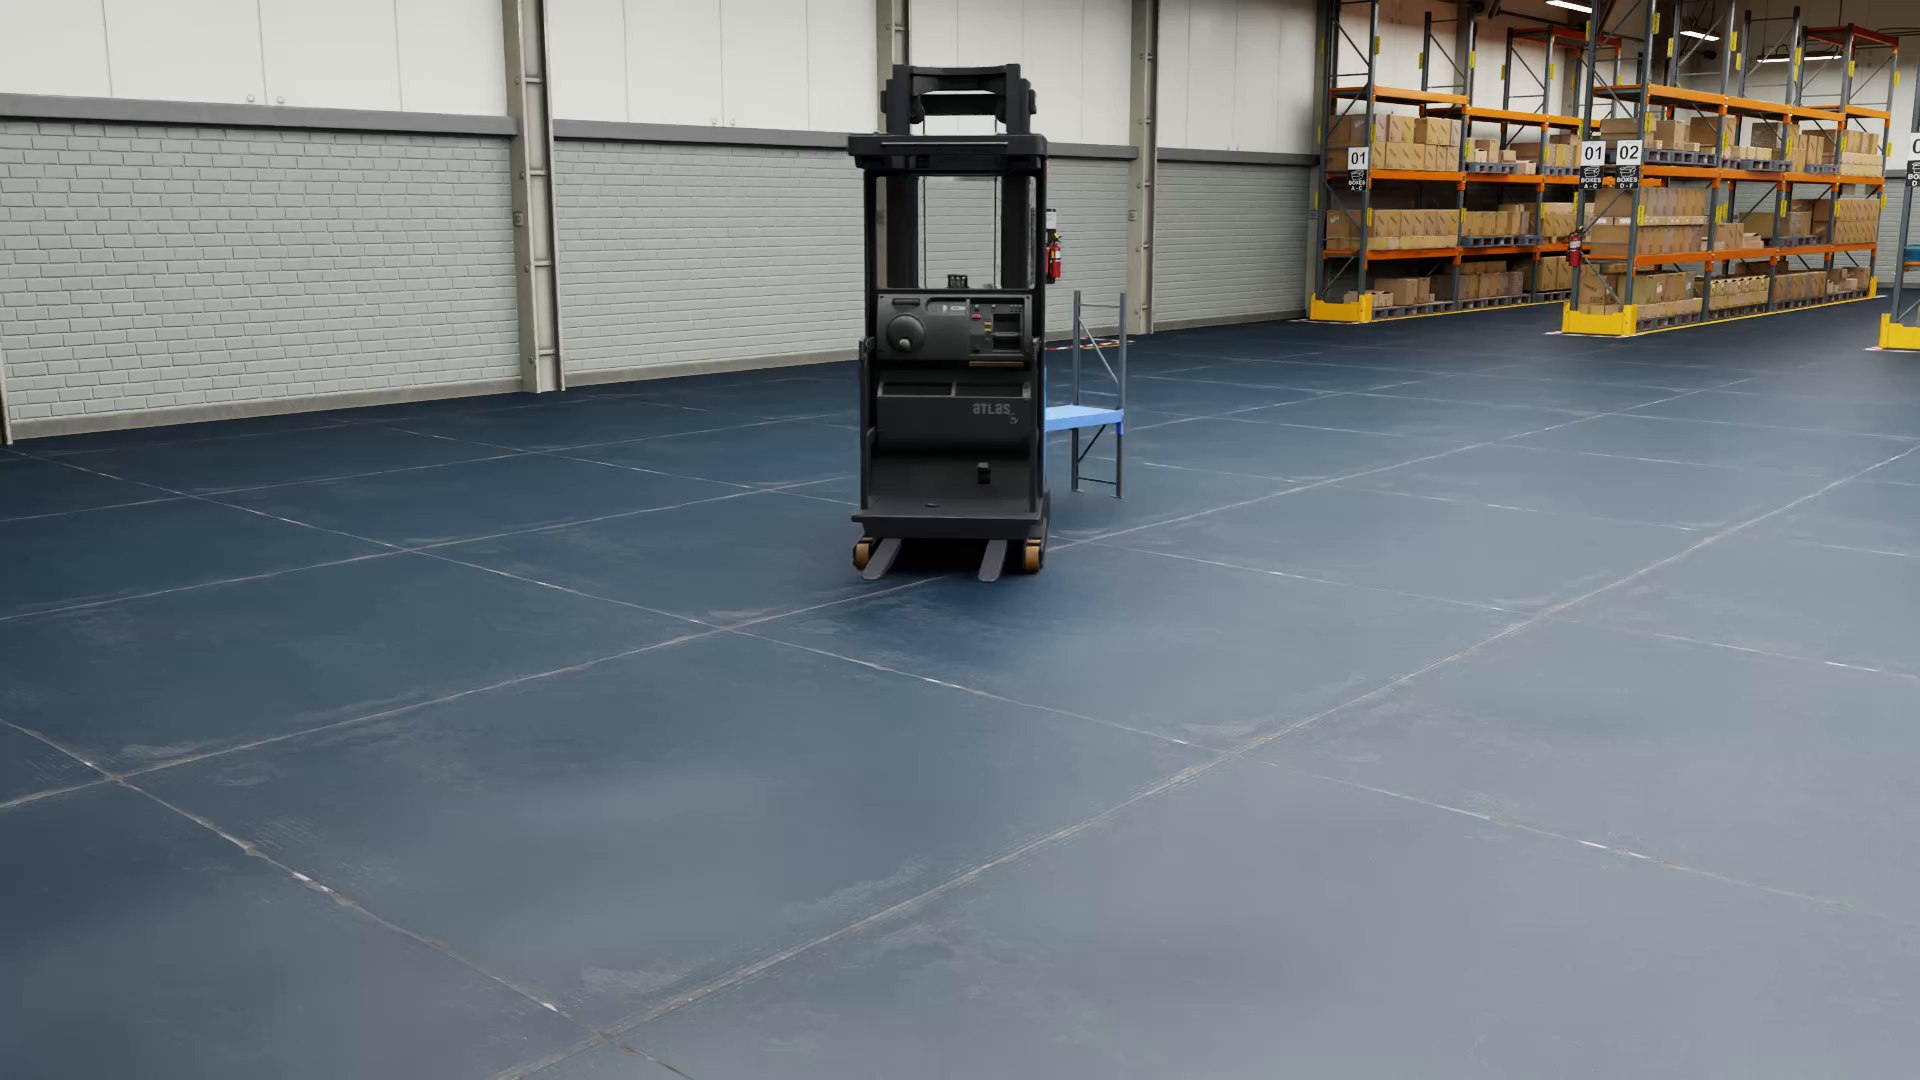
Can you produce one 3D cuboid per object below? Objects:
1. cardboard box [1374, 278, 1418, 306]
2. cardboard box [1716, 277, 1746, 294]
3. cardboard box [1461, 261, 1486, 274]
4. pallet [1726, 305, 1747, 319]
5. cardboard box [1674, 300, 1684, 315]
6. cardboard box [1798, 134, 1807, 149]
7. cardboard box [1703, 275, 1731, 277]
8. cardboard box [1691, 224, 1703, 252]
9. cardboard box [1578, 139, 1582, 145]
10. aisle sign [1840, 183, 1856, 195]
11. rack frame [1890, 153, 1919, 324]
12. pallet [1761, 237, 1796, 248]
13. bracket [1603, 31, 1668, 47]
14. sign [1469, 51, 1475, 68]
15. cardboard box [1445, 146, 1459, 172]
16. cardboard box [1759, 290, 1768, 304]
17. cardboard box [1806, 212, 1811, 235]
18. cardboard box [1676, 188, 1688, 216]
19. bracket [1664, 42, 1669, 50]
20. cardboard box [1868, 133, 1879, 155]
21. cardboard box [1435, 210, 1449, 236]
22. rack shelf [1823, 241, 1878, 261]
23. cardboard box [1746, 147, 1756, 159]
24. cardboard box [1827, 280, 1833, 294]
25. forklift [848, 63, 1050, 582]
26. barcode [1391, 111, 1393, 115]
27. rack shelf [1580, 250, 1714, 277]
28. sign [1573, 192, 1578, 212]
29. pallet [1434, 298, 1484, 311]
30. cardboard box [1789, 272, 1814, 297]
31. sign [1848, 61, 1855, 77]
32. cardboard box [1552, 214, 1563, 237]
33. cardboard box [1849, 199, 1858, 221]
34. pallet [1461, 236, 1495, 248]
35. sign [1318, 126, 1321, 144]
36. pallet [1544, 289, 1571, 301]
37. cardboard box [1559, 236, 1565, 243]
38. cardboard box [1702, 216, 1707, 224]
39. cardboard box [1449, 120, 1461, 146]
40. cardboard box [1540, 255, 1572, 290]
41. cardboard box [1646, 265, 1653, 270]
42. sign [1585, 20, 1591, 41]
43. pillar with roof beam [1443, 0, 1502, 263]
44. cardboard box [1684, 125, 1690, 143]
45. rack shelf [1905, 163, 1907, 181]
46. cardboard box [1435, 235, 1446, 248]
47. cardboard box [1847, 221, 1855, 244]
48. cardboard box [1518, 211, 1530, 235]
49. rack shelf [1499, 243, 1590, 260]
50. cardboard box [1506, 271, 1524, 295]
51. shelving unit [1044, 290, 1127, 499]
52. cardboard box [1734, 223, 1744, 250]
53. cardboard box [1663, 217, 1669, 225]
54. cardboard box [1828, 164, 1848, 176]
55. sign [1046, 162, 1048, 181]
[{"bbox_3d":[8.620,-4.917,32.927,0.700,0.500,0.500,9,14,37],"label":"cardboard box"},{"bbox_3d":[15.035,-4.987,32.539,0.500,0.311,0.500,10,15,42],"label":"cardboard box"},{"bbox_3d":[10.940,-5.850,35.686,0.500,0.250,0.500,9,15,39],"label":"cardboard box"},{"bbox_3d":[14.824,-4.526,32.833,1.003,0.211,1.213,10,15,40],"label":"pallet"},{"bbox_3d":[12.763,-4.213,30.094,0.500,0.250,0.500,10,15,40],"label":"cardboard box"},{"bbox_3d":[17.576,-8.290,35.320,0.600,0.600,0.600,9,14,38],"label":"cardboard box"},{"bbox_3d":[15.295,-5.203,33.620,0.500,0.311,0.500,9,15,39],"label":"cardboard box"},{"bbox_3d":[13.273,-5.583,30.748,0.700,0.500,0.500,9,15,39],"label":"cardboard box"},{"bbox_3d":[14.439,-9.408,39.202,0.500,0.250,0.500,-11,16,-43],"label":"cardboard box"},{"bbox_3d":[21.307,-8.688,39.914,0.394,0.787,0.004,10,15,40],"label":"aisle sign"},{"bbox_3d":[14.639,-4.370,24.933,1.000,3.000,0.127,10,15,40],"label":"rack frame"},{"bbox_3d":[16.597,-6.203,34.599,1.213,0.211,1.003,10,15,40],"label":"pallet"},{"bbox_3d":[17.173,-12.733,42.295,0.076,0.066,4.783,10,15,40],"label":"bracket"},{"bbox_3d":[10.233,-9.605,33.241,0.100,0.325,0.005,10,15,40],"label":"sign"},{"bbox_3d":[9.689,-7.663,33.453,0.500,0.500,0.500,10,15,42],"label":"cardboard box"},{"bbox_3d":[16.038,-4.937,33.718,0.500,0.250,0.500,10,15,42],"label":"cardboard box"},{"bbox_3d":[18.362,-6.991,36.727,0.700,0.500,0.500,4,12,21],"label":"cardboard box"},{"bbox_3d":[12.610,-6.071,29.879,0.700,0.500,0.500,10,15,40],"label":"cardboard box"},{"bbox_3d":[18.885,-13.114,44.205,0.235,0.232,0.430,10,15,40],"label":"bracket"},{"bbox_3d":[21.156,-9.298,39.138,0.700,0.500,0.500,10,15,40],"label":"cardboard box"},{"bbox_3d":[9.433,-6.360,33.312,0.500,0.500,0.500,10,15,40],"label":"cardboard box"},{"bbox_3d":[20.163,-6.718,38.525,1.077,0.370,4.000,10,15,40],"label":"rack shelf"},{"bbox_3d":[15.226,-7.555,32.533,0.500,0.250,0.500,9,15,39],"label":"cardboard box"},{"bbox_3d":[19.282,-5.708,37.371,0.500,0.311,0.500,10,15,40],"label":"cardboard box"},{"bbox_3d":[-0.049,-1.309,9.780,1.130,2.935,3.031,1,11,4],"label":"forklift"},{"bbox_3d":[8.597,-8.493,33.067,0.001,0.075,0.075,10,15,40],"label":"barcode"},{"bbox_3d":[12.241,-4.953,29.686,1.077,0.370,4.000,10,15,40],"label":"rack shelf"},{"bbox_3d":[10.523,-5.767,28.367,0.100,0.325,0.005,10,15,40],"label":"sign"},{"bbox_3d":[10.351,-4.987,35.140,1.003,0.211,1.213,10,15,40],"label":"pallet"},{"bbox_3d":[18.068,-5.512,35.907,0.500,0.500,0.500,10,15,41],"label":"cardboard box"},{"bbox_3d":[19.263,-10.183,35.932,0.100,0.325,0.005,10,15,40],"label":"sign"},{"bbox_3d":[13.344,-7.147,37.770,0.500,0.500,0.500,10,15,42],"label":"cardboard box"},{"bbox_3d":[20.045,-7.501,37.798,0.500,0.500,0.500,9,15,39],"label":"cardboard box"},{"bbox_3d":[10.452,-6.239,34.780,1.003,0.211,1.213,10,15,40],"label":"pallet"},{"bbox_3d":[6.794,-7.631,31.340,0.100,0.325,0.005,10,15,40],"label":"sign"},{"bbox_3d":[13.861,-5.746,38.939,1.003,0.211,1.213,10,15,40],"label":"pallet"},{"bbox_3d":[13.698,-6.926,38.320,0.380,0.149,0.250,10,15,41],"label":"cardboard box"},{"bbox_3d":[13.543,-5.899,30.676,0.380,0.149,0.250,10,15,40],"label":"cardboard box"},{"bbox_3d":[9.711,-8.151,33.345,0.500,0.500,0.500,8,14,36],"label":"cardboard box"},{"bbox_3d":[13.646,-6.199,38.507,0.750,0.750,0.750,10,15,40],"label":"cardboard box"},{"bbox_3d":[17.372,-6.869,42.755,0.700,0.500,0.500,10,15,40],"label":"cardboard box"},{"bbox_3d":[10.523,-8.522,27.817,0.100,0.325,0.005,10,15,40],"label":"sign"},{"bbox_3d":[14.204,-9.134,33.467,9.100,9.000,0.548,10,15,40],"label":"pillar with roof beam"},{"bbox_3d":[13.031,-7.354,30.530,0.500,0.500,0.500,-11,15,-43],"label":"cardboard box"},{"bbox_3d":[15.960,-5.783,26.183,1.077,0.370,4.000,10,15,40],"label":"rack shelf"},{"bbox_3d":[9.418,-5.995,33.399,0.500,0.250,0.500,10,15,41],"label":"cardboard box"},{"bbox_3d":[20.051,-7.015,37.917,0.500,0.500,0.500,10,15,40],"label":"cardboard box"},{"bbox_3d":[12.176,-7.022,36.834,0.700,0.500,0.500,8,14,34],"label":"cardboard box"},{"bbox_3d":[13.799,-6.770,38.783,1.077,0.370,4.000,10,15,40],"label":"rack shelf"},{"bbox_3d":[12.042,-5.705,36.877,0.700,0.500,0.500,10,15,41],"label":"cardboard box"},{"bbox_3d":[0.647,-1.009,11.935,1.048,1.500,0.538,-10,15,-41],"label":"shelving unit"},{"bbox_3d":[15.107,-5.988,32.779,0.500,0.500,0.500,9,14,37],"label":"cardboard box"},{"bbox_3d":[12.191,-5.598,29.169,0.380,0.149,0.250,10,15,40],"label":"cardboard box"},{"bbox_3d":[19.349,-8.214,36.901,0.500,0.250,0.500,10,15,40],"label":"cardboard box"},{"bbox_3d":[1.309,-5.773,26.038,0.001,0.298,0.199,10,15,40],"label":"sign"}]
